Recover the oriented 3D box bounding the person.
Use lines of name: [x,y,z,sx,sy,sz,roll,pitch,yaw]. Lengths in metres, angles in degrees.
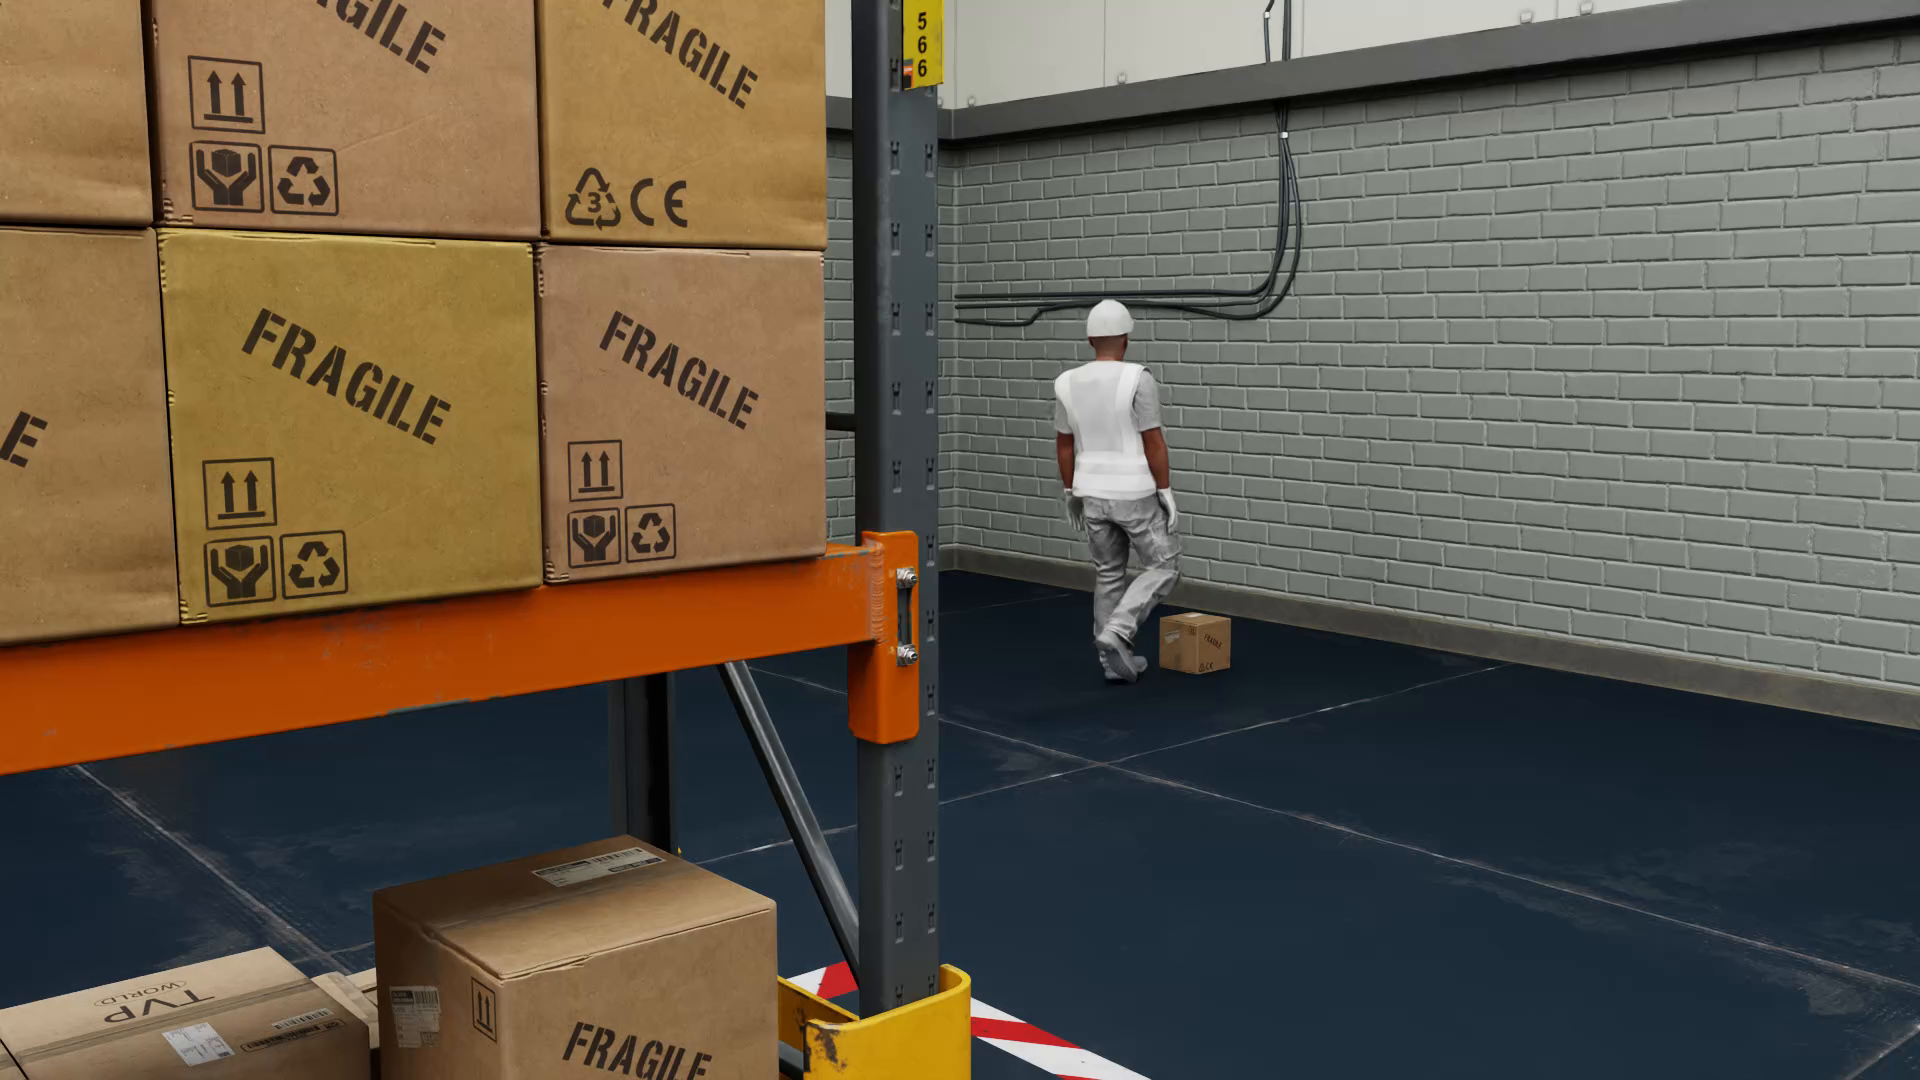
person: [0.747,-0.210,7.655,0.592,1.774,0.697,6,9,38]
